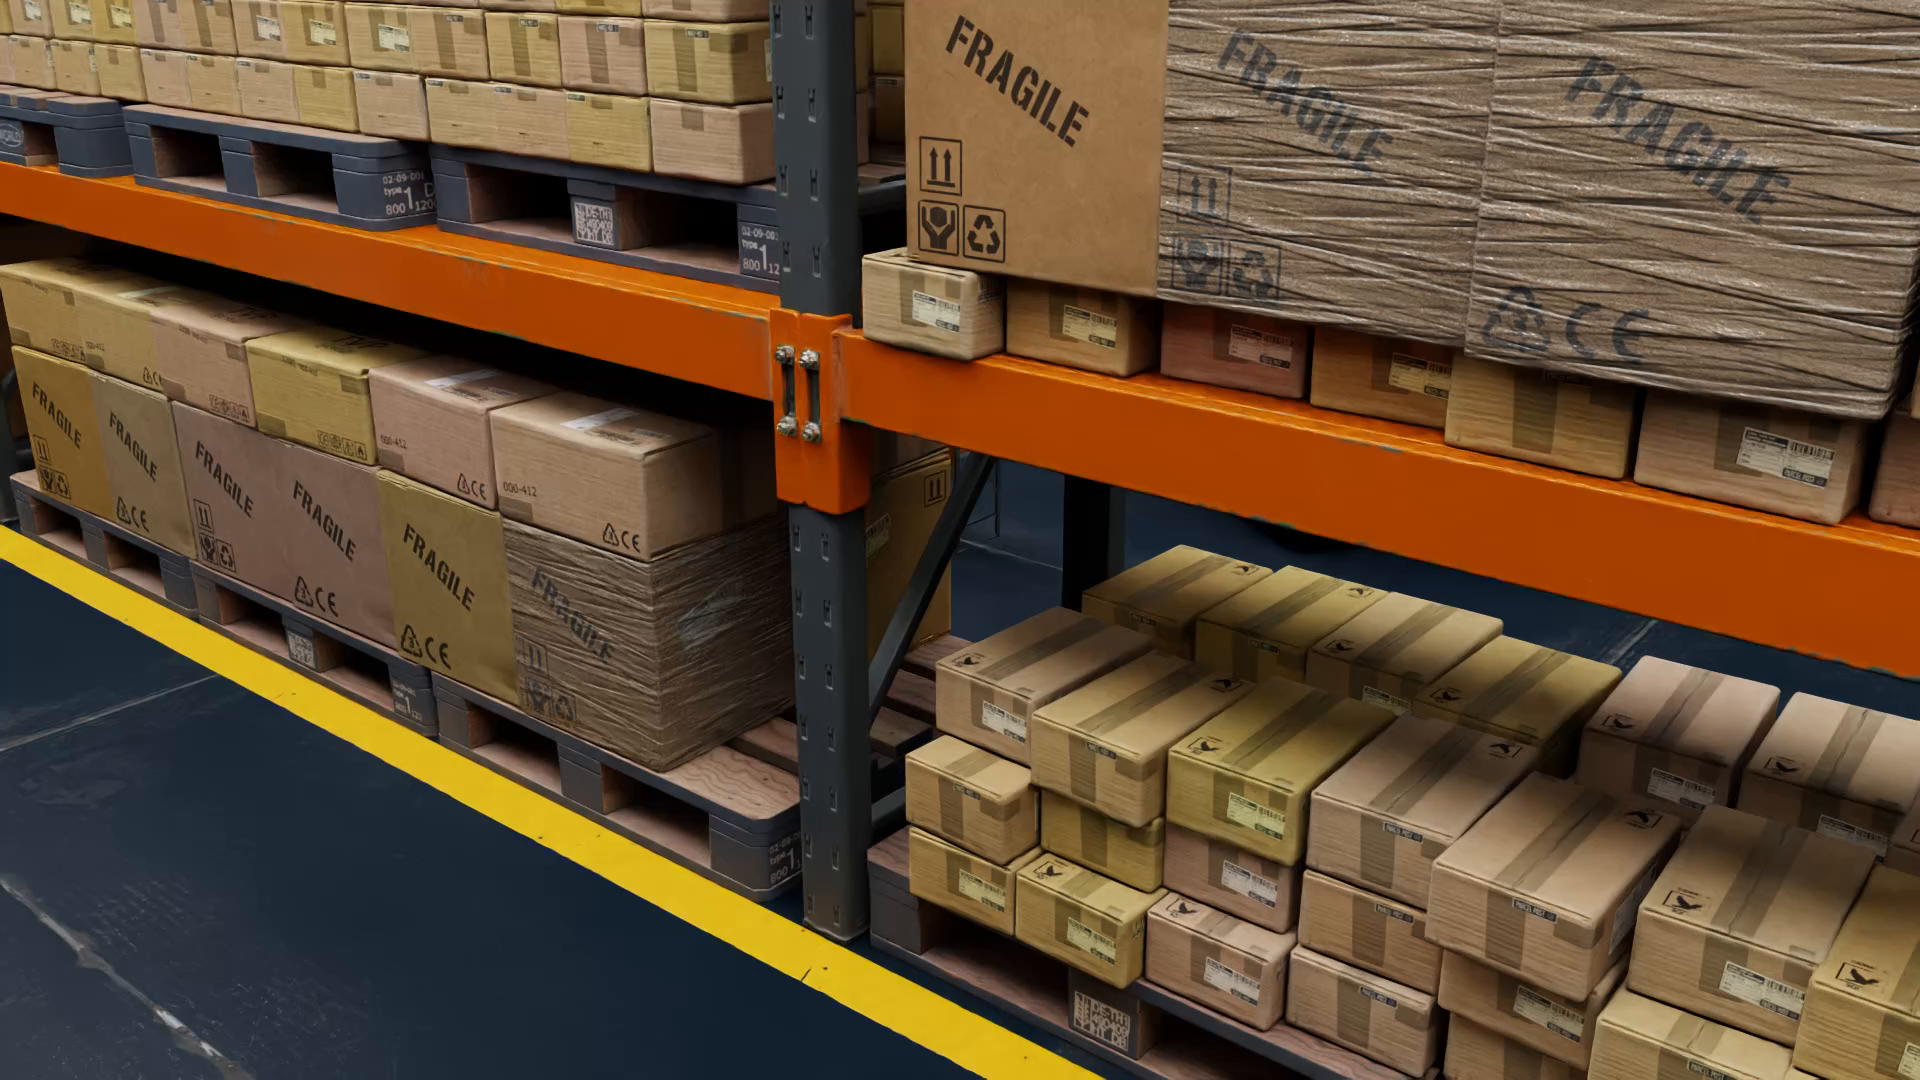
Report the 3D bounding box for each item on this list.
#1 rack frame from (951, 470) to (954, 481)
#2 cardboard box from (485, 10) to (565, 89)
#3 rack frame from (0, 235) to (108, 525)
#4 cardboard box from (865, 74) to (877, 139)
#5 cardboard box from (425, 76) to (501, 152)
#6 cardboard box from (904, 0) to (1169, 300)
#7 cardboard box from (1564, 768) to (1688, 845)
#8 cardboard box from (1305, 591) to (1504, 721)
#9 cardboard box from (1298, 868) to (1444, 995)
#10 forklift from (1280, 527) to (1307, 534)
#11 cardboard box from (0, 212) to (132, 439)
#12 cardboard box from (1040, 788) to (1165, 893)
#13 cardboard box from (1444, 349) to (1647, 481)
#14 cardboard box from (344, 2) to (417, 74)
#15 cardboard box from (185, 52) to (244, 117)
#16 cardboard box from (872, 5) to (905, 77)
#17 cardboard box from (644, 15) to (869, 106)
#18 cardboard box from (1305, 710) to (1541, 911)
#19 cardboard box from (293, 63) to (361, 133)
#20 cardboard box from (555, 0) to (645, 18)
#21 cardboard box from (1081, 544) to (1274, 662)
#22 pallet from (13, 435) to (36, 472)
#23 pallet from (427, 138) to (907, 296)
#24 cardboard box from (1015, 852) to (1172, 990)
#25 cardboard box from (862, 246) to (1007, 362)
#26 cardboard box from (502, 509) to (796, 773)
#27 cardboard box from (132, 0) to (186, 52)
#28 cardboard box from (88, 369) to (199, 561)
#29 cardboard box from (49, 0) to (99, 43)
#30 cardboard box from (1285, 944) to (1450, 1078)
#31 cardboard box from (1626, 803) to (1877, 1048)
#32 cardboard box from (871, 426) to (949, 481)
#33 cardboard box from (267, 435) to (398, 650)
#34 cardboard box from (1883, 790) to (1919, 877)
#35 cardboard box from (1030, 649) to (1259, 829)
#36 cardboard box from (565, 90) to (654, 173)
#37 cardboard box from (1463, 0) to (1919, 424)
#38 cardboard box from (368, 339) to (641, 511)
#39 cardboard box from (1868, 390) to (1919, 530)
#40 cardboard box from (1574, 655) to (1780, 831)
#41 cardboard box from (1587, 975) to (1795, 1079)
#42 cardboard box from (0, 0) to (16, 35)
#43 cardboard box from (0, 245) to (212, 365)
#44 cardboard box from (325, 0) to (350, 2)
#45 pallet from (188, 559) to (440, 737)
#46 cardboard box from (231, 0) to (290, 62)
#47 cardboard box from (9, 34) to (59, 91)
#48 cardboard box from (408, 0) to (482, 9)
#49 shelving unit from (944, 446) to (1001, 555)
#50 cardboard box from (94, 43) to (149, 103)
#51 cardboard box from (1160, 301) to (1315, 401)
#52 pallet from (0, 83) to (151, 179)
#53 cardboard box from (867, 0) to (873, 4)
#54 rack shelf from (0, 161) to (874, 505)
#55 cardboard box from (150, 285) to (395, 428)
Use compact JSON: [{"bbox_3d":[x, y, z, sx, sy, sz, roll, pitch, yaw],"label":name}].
[{"bbox_3d":[-0.082,-0.585,5.519,0.006,1.200,0.240,16,26,36],"label":"rack frame"},{"bbox_3d":[-0.796,-1.080,3.620,0.250,0.149,0.380,17,27,39],"label":"cardboard box"},{"bbox_3d":[-3.066,-1.605,5.672,0.127,3.000,1.000,16,26,36],"label":"rack frame"},{"bbox_3d":[-0.200,-1.065,4.002,0.250,0.149,0.380,17,26,37],"label":"cardboard box"},{"bbox_3d":[-0.988,-0.996,3.818,0.250,0.149,0.380,15,25,34],"label":"cardboard box"},{"bbox_3d":[0.257,-0.719,2.760,0.500,0.500,0.500,16,26,35],"label":"cardboard box"},{"bbox_3d":[1.256,0.516,3.074,0.250,0.149,0.380,17,26,38],"label":"cardboard box"},{"bbox_3d":[0.893,0.255,3.344,0.250,0.149,0.380,16,26,36],"label":"cardboard box"},{"bbox_3d":[0.783,0.592,2.871,0.250,0.149,0.380,15,25,34],"label":"cardboard box"},{"bbox_3d":[2.360,-1.663,5.925,3.031,2.935,1.130,-7,22,-18],"label":"forklift"},{"bbox_3d":[-3.481,-0.909,6.421,0.750,0.750,1.050,16,26,36],"label":"cardboard box"},{"bbox_3d":[0.364,0.486,3.151,0.250,0.149,0.380,16,26,37],"label":"cardboard box"},{"bbox_3d":[0.893,-0.223,2.365,0.250,0.149,0.380,17,26,37],"label":"cardboard box"},{"bbox_3d":[-1.211,-1.198,3.933,0.250,0.149,0.380,14,25,34],"label":"cardboard box"},{"bbox_3d":[-1.819,-1.233,4.449,0.250,0.149,0.380,16,26,37],"label":"cardboard box"},{"bbox_3d":[0.018,-1.144,3.790,0.250,0.149,0.380,17,26,37],"label":"cardboard box"},{"bbox_3d":[-0.401,-0.965,3.316,0.250,0.149,0.380,17,27,38],"label":"cardboard box"},{"bbox_3d":[0.788,0.453,2.818,0.250,0.149,0.380,15,25,35],"label":"cardboard box"},{"bbox_3d":[-1.412,-1.116,4.136,0.250,0.149,0.380,17,27,39],"label":"cardboard box"},{"bbox_3d":[-0.611,-1.166,3.426,0.250,0.149,0.380,15,25,35],"label":"cardboard box"},{"bbox_3d":[0.473,0.155,3.608,0.250,0.149,0.380,17,27,38],"label":"cardboard box"},{"bbox_3d":[-3.629,-0.496,6.685,1.213,0.211,1.003,16,26,36],"label":"pallet"},{"bbox_3d":[-0.468,-0.833,3.897,1.213,0.211,1.003,16,26,36],"label":"pallet"},{"bbox_3d":[0.318,0.654,3.129,0.250,0.149,0.380,17,27,38],"label":"cardboard box"},{"bbox_3d":[0.045,-0.442,2.945,0.250,0.149,0.380,17,27,38],"label":"cardboard box"},{"bbox_3d":[-0.700,0.165,3.928,0.500,0.500,0.500,15,26,35],"label":"cardboard box"},{"bbox_3d":[-2.010,-1.430,4.547,0.250,0.149,0.380,16,26,36],"label":"cardboard box"},{"bbox_3d":[-2.288,-0.293,5.141,0.500,0.500,0.500,16,26,37],"label":"cardboard box"},{"bbox_3d":[-2.399,-1.542,4.844,0.250,0.149,0.380,15,25,35],"label":"cardboard box"},{"bbox_3d":[0.771,0.738,2.906,0.250,0.149,0.380,15,26,35],"label":"cardboard box"},{"bbox_3d":[1.197,0.570,2.507,0.250,0.149,0.380,15,25,34],"label":"cardboard box"},{"bbox_3d":[-0.373,-0.327,4.169,0.500,0.250,0.500,15,25,34],"label":"cardboard box"},{"bbox_3d":[-1.492,-0.066,4.539,0.500,0.500,0.500,15,26,35],"label":"cardboard box"},{"bbox_3d":[1.653,0.511,2.663,0.250,0.149,0.380,16,26,36],"label":"cardboard box"},{"bbox_3d":[0.344,0.358,3.070,0.250,0.149,0.380,18,27,39],"label":"cardboard box"},{"bbox_3d":[-0.602,-0.883,3.521,0.250,0.149,0.380,16,26,37],"label":"cardboard box"},{"bbox_3d":[1.012,-0.488,2.148,0.500,0.500,0.500,15,26,35],"label":"cardboard box"},{"bbox_3d":[-1.094,-0.305,4.112,0.500,0.250,0.500,18,27,39],"label":"cardboard box"},{"bbox_3d":[1.333,-0.114,2.077,0.250,0.149,0.380,17,27,38],"label":"cardboard box"},{"bbox_3d":[1.313,0.369,3.040,0.250,0.149,0.380,15,25,34],"label":"cardboard box"},{"bbox_3d":[1.136,0.733,2.496,0.250,0.149,0.380,16,26,36],"label":"cardboard box"},{"bbox_3d":[-2.819,-1.660,5.159,0.250,0.149,0.380,18,27,39],"label":"cardboard box"},{"bbox_3d":[-2.685,-0.762,5.324,0.500,0.250,0.500,15,25,34],"label":"cardboard box"},{"bbox_3d":[-1.411,-1.397,4.039,0.250,0.149,0.380,15,25,34],"label":"cardboard box"},{"bbox_3d":[-1.521,0.147,4.979,1.213,0.211,1.003,16,26,36],"label":"pallet"},{"bbox_3d":[-1.609,-1.314,4.241,0.250,0.149,0.380,17,27,38],"label":"cardboard box"},{"bbox_3d":[-2.640,-1.469,5.073,0.250,0.149,0.380,18,27,39],"label":"cardboard box"},{"bbox_3d":[-1.013,-1.282,3.735,0.250,0.149,0.380,16,26,36],"label":"cardboard box"},{"bbox_3d":[-0.011,-0.565,5.465,0.189,1.200,0.258,16,26,36],"label":"shelving unit"},{"bbox_3d":[-2.220,-1.349,4.755,0.250,0.149,0.380,18,27,39],"label":"cardboard box"},{"bbox_3d":[0.532,-0.360,2.727,0.250,0.149,0.380,15,25,34],"label":"cardboard box"},{"bbox_3d":[-2.447,-1.385,5.362,1.003,0.211,1.213,16,26,36],"label":"pallet"},{"bbox_3d":[-0.202,-1.344,3.898,0.250,0.149,0.380,17,26,38],"label":"cardboard box"},{"bbox_3d":[-1.517,-0.822,4.616,4.000,0.370,1.077,16,26,36],"label":"rack shelf"},{"bbox_3d":[-1.917,-0.535,4.722,0.500,0.250,0.500,16,26,37],"label":"cardboard box"}]
